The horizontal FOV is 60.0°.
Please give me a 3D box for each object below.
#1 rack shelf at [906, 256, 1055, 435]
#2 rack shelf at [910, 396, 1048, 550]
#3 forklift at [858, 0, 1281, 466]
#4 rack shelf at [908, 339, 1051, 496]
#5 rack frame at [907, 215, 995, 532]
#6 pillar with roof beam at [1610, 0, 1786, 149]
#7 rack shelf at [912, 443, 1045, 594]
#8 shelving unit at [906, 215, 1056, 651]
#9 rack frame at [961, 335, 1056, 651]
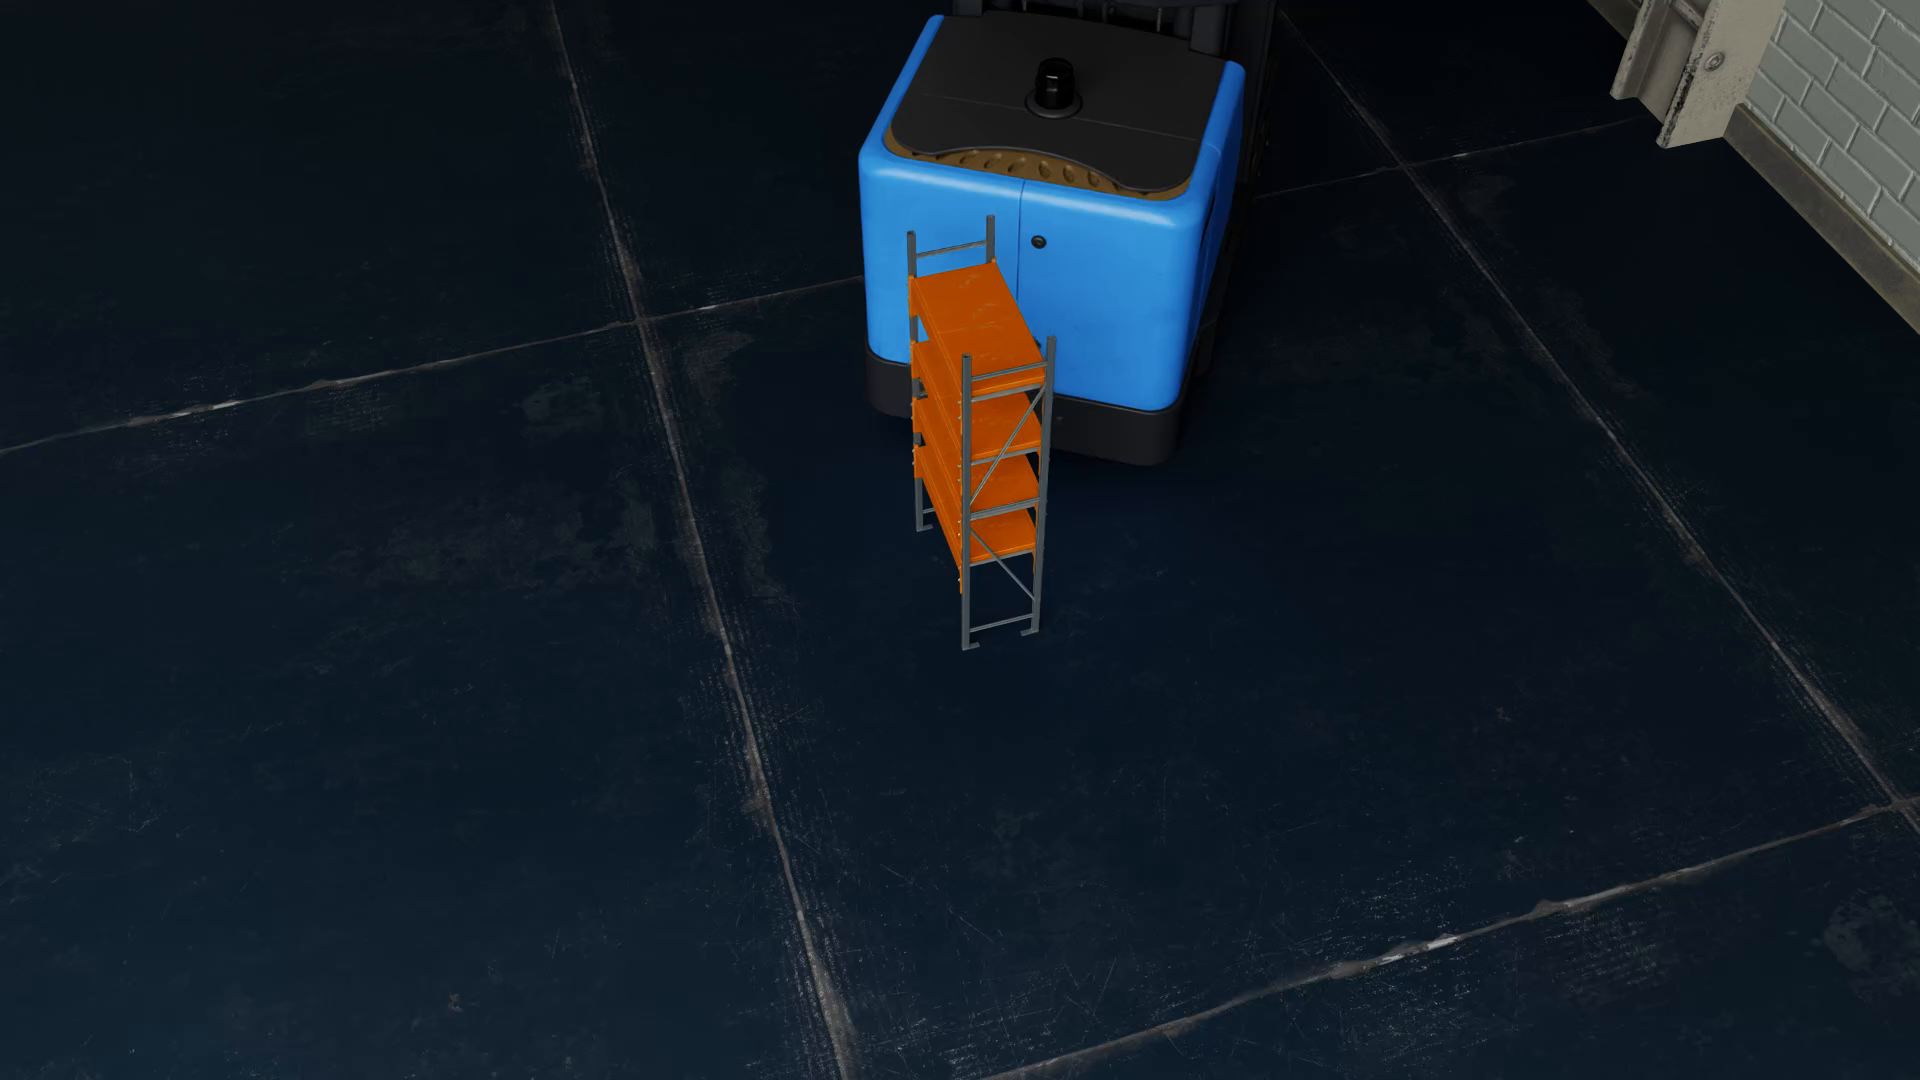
[{"bbox_3d":[0.049,-0.519,4.389,0.258,0.148,0.480,-13,51,-11],"label":"rack shelf"},{"bbox_3d":[0.049,-0.222,4.741,0.258,0.148,0.480,-13,51,-11],"label":"rack shelf"},{"bbox_3d":[0.578,-2.340,5.306,1.130,2.935,3.031,12,51,10],"label":"forklift"},{"bbox_3d":[0.049,-0.367,4.570,0.258,0.148,0.480,-13,51,-11],"label":"rack shelf"},{"bbox_3d":[-0.023,-0.444,4.840,0.240,1.200,0.015,-13,51,-11],"label":"rack frame"},{"bbox_3d":[-1.256,-3.647,2.439,9.100,9.000,0.400,-13,51,-11],"label":"pillar with roof beam"},{"bbox_3d":[0.049,-0.094,4.893,0.258,0.148,0.480,-13,51,-11],"label":"rack shelf"},{"bbox_3d":[0.049,-0.266,4.689,0.258,1.200,0.503,-13,51,-11],"label":"shelving unit"},{"bbox_3d":[0.121,-0.088,4.539,0.240,1.200,0.015,-13,51,-11],"label":"rack frame"}]
